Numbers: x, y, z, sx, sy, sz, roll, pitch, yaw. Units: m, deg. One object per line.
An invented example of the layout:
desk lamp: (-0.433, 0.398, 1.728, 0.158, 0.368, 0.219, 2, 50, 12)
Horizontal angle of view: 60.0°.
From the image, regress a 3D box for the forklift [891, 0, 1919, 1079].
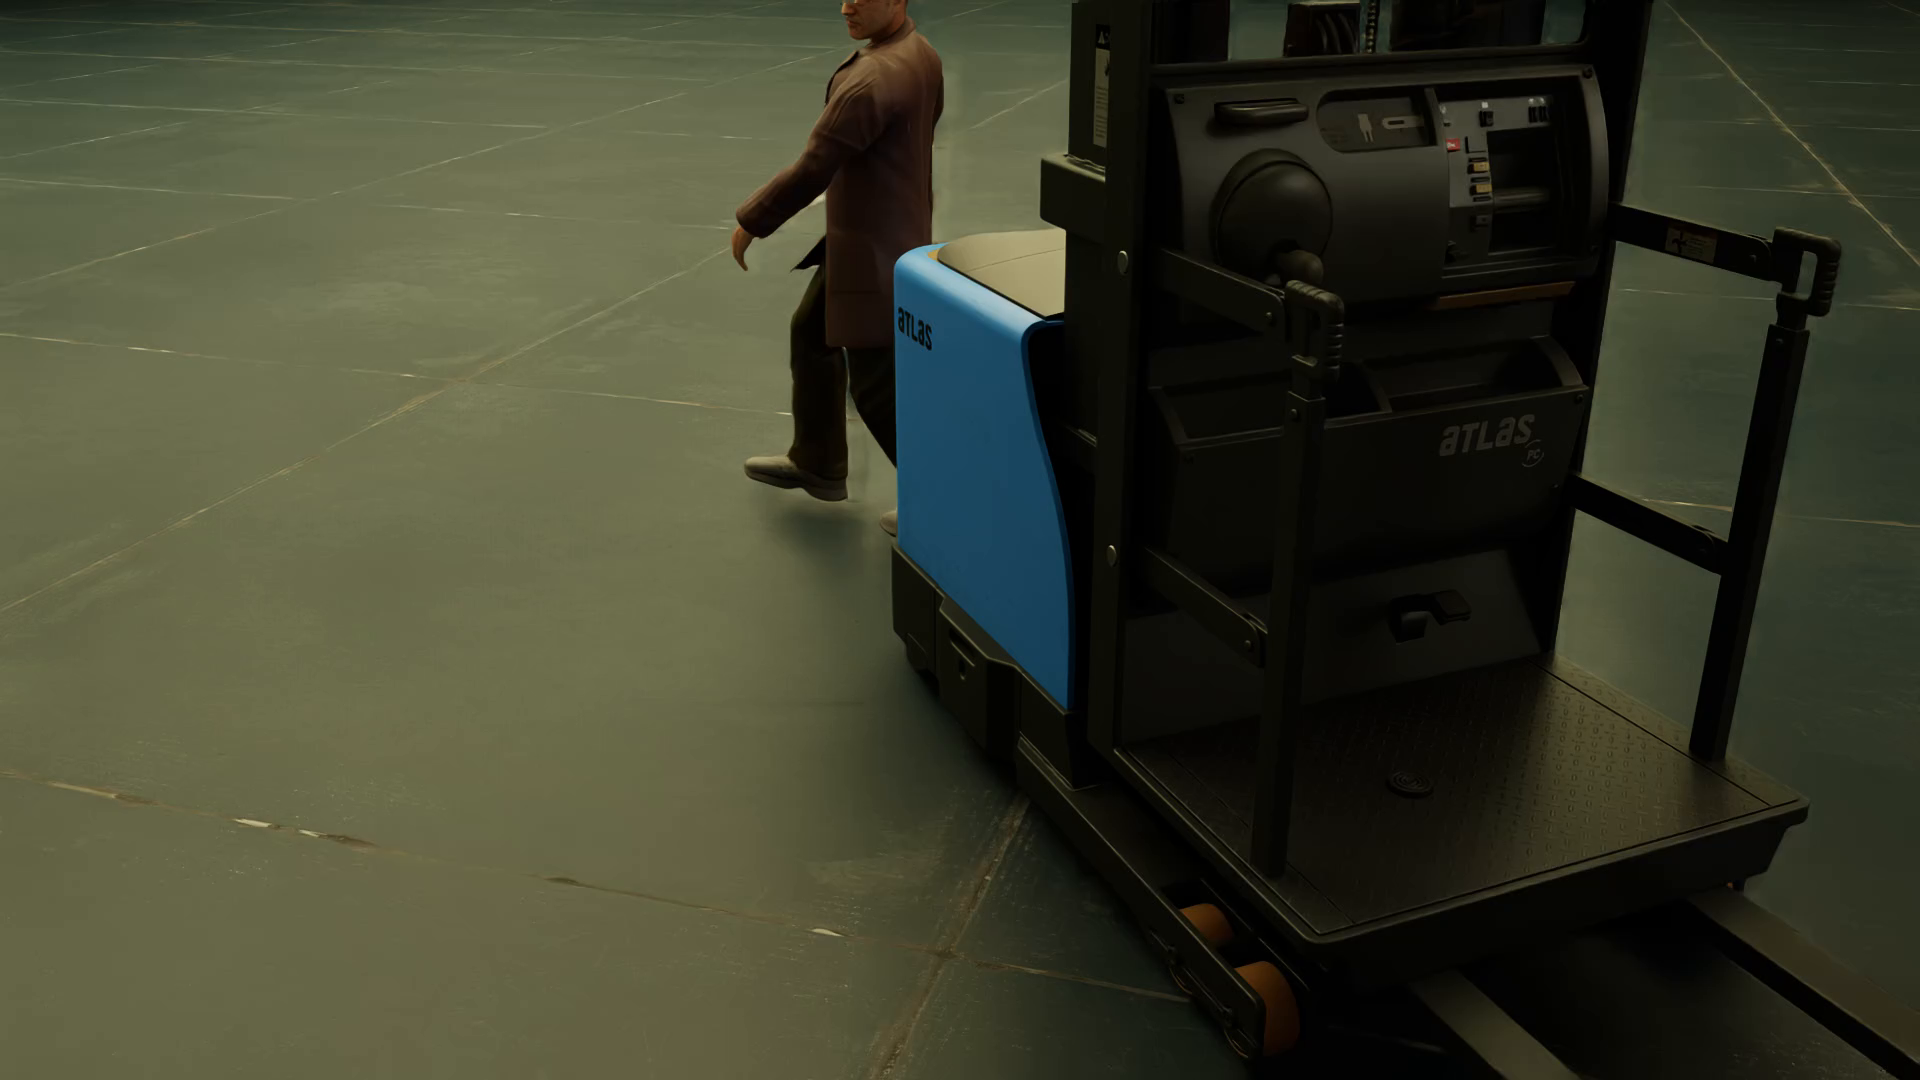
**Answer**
forklift: (0.870, -0.631, 2.808, 1.130, 2.935, 3.031, -9, 24, -21)

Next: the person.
person: (-0.289, -0.872, 4.925, 0.872, 1.707, 0.720, 2, 23, 5)
